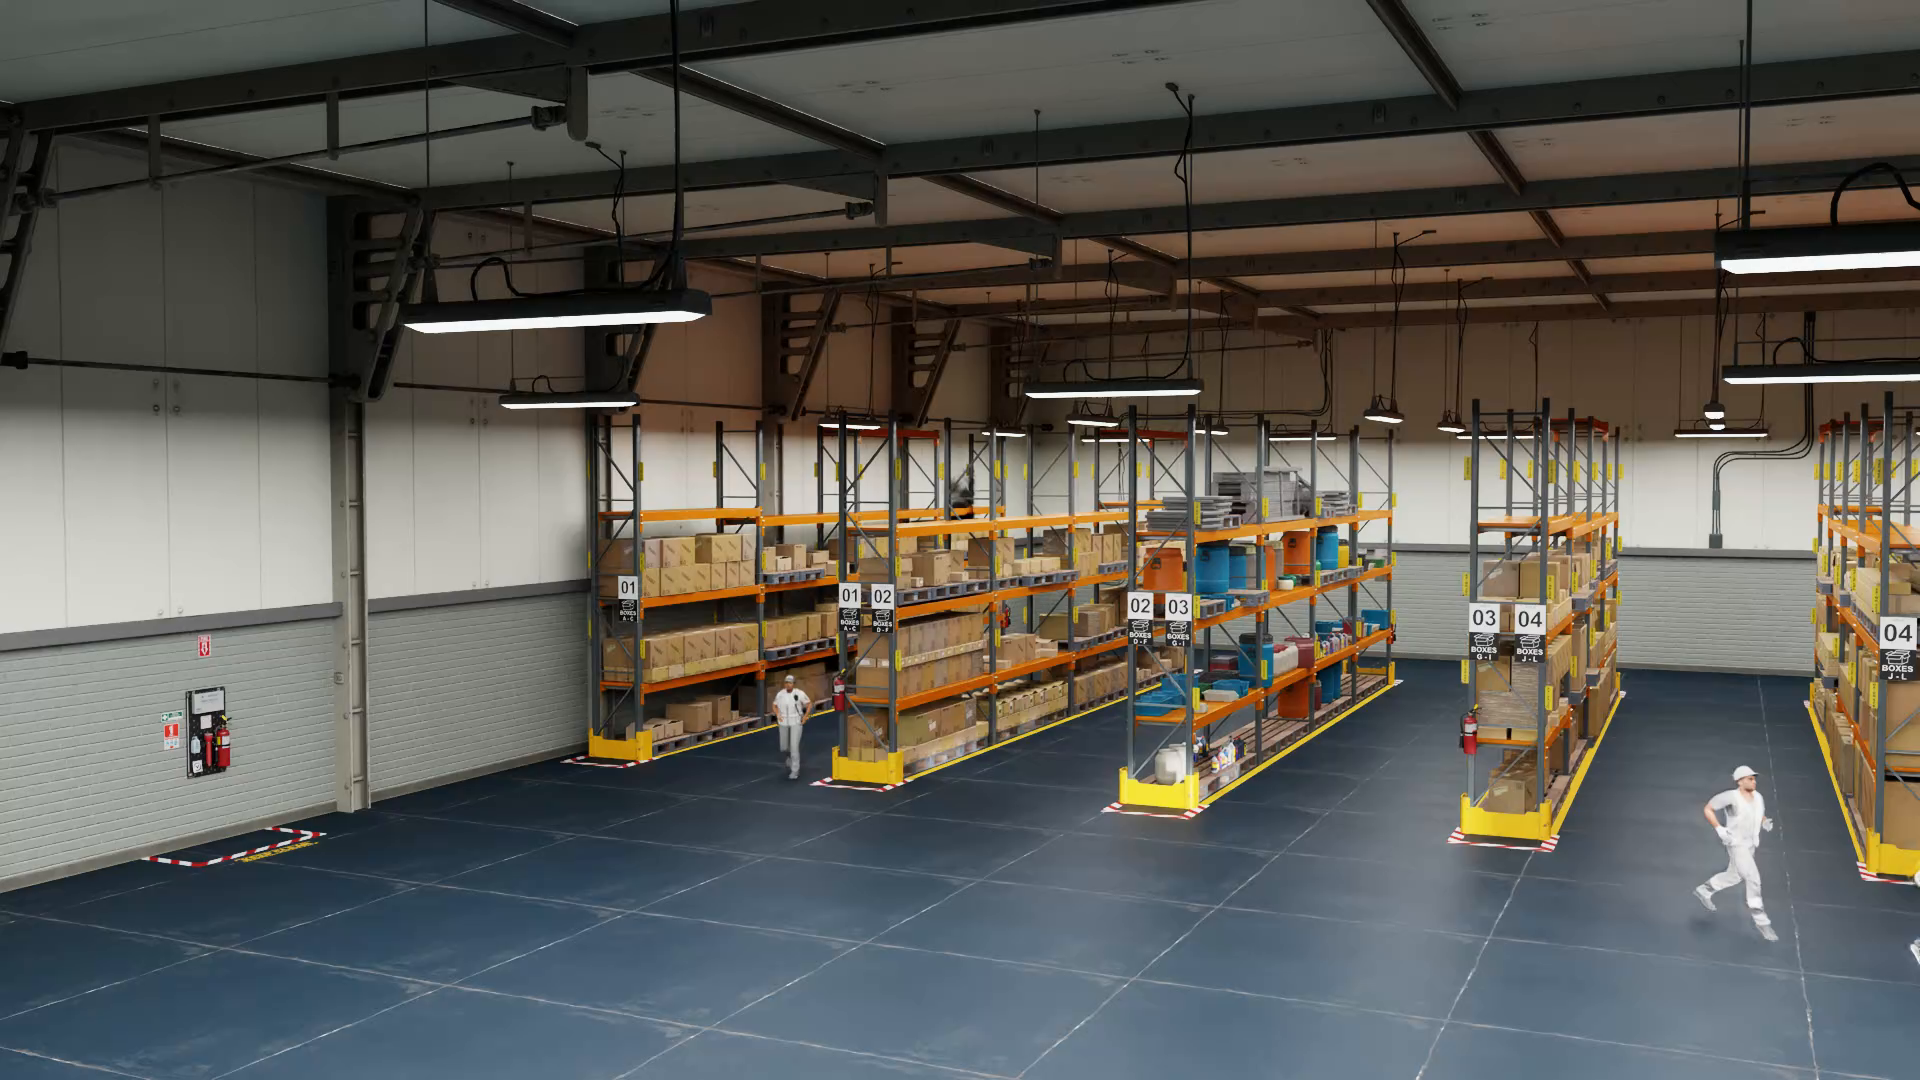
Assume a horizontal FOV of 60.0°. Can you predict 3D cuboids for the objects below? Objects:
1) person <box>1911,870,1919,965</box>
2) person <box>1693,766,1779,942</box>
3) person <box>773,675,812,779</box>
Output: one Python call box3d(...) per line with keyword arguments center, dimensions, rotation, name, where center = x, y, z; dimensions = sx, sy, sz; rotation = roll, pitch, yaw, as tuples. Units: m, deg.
box3d(center=(9.506, 3.554, 16.066), dimensions=(0.547, 1.561, 0.743), rotation=(-1, 3, -25), name="person")
box3d(center=(8.534, 3.364, 18.198), dimensions=(0.621, 1.817, 1.102), rotation=(-1, 3, -32), name="person")
box3d(center=(-2.777, 3.068, 27.474), dimensions=(0.663, 1.694, 0.788), rotation=(0, 2, 9), name="person")
